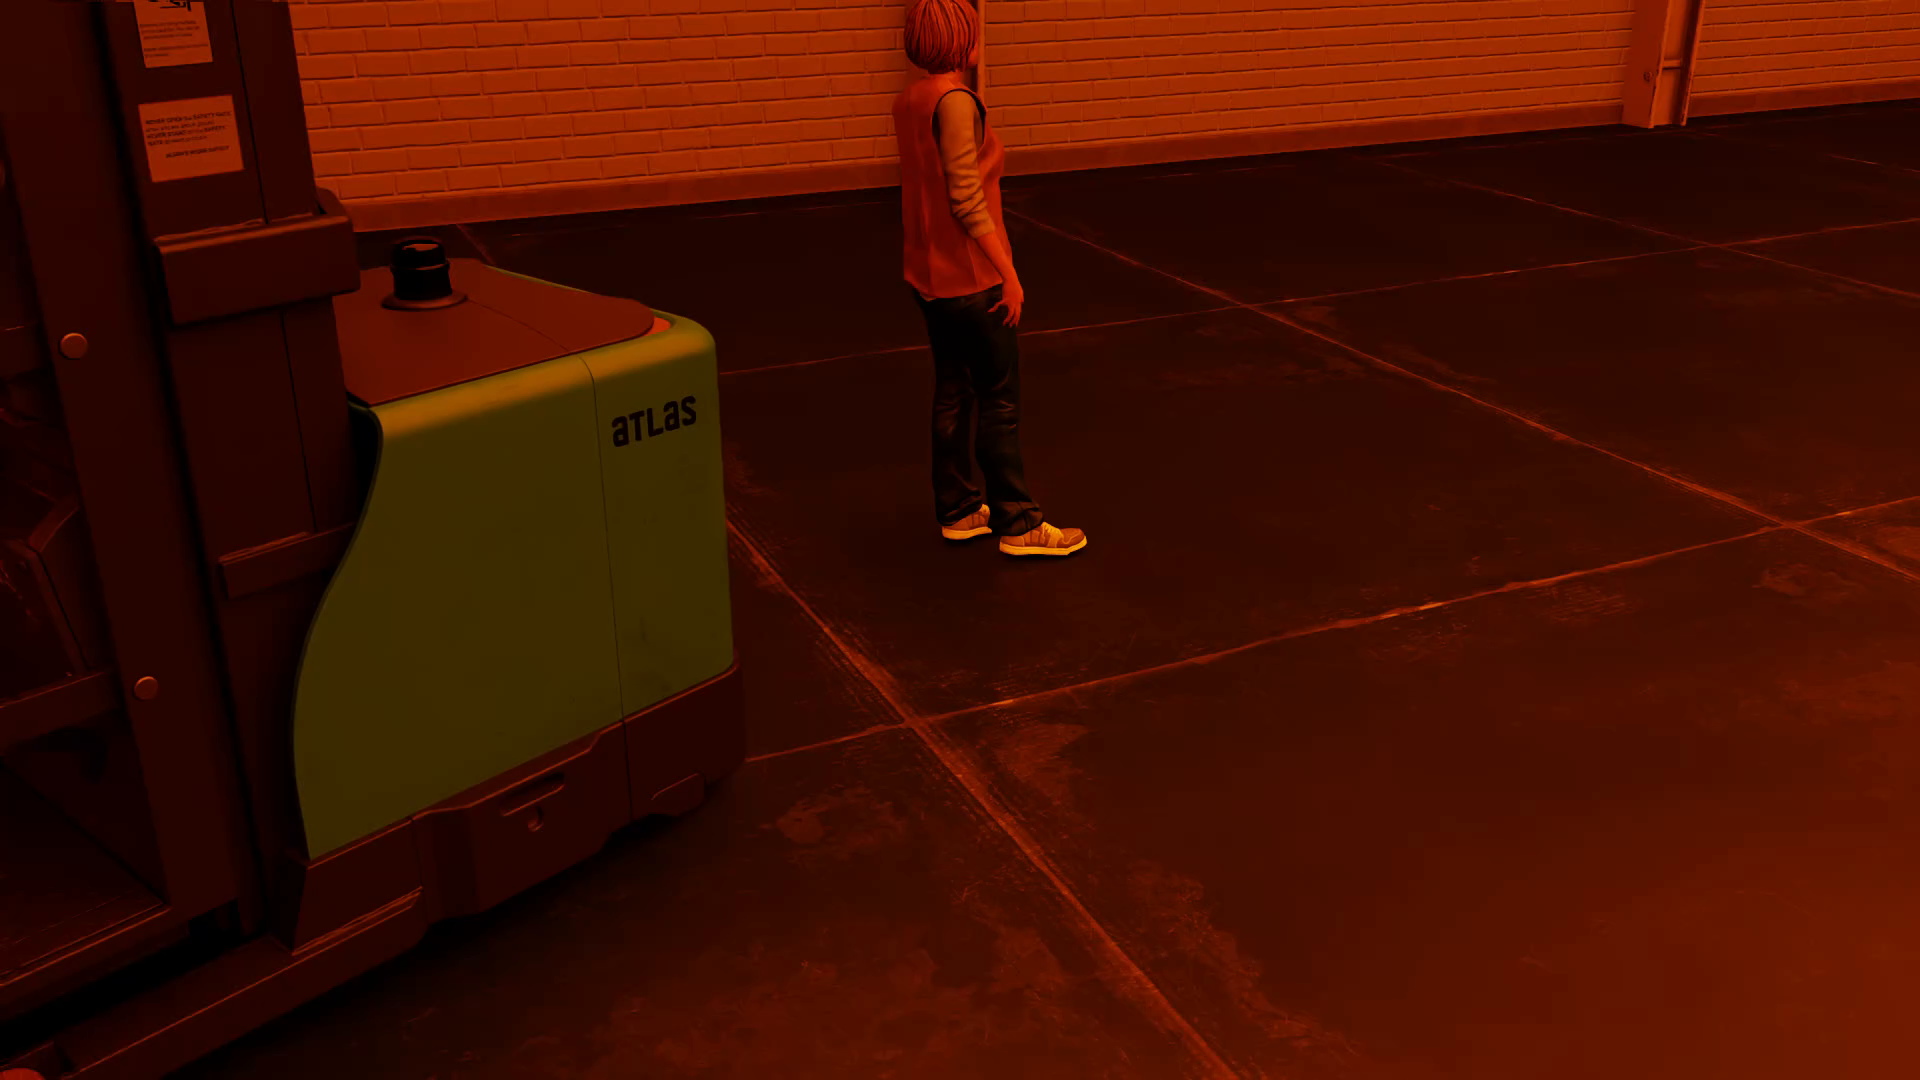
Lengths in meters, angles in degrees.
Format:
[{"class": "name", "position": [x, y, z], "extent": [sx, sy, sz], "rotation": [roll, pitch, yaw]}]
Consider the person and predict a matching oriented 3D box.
[{"class": "person", "position": [0.073, -0.751, 4.815], "extent": [0.476, 1.596, 0.520], "rotation": [-10, 25, -23]}]

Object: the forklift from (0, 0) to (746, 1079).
[{"class": "forklift", "position": [-1.830, -0.498, 2.484], "extent": [1.130, 2.935, 3.031], "rotation": [19, 29, 37]}]
